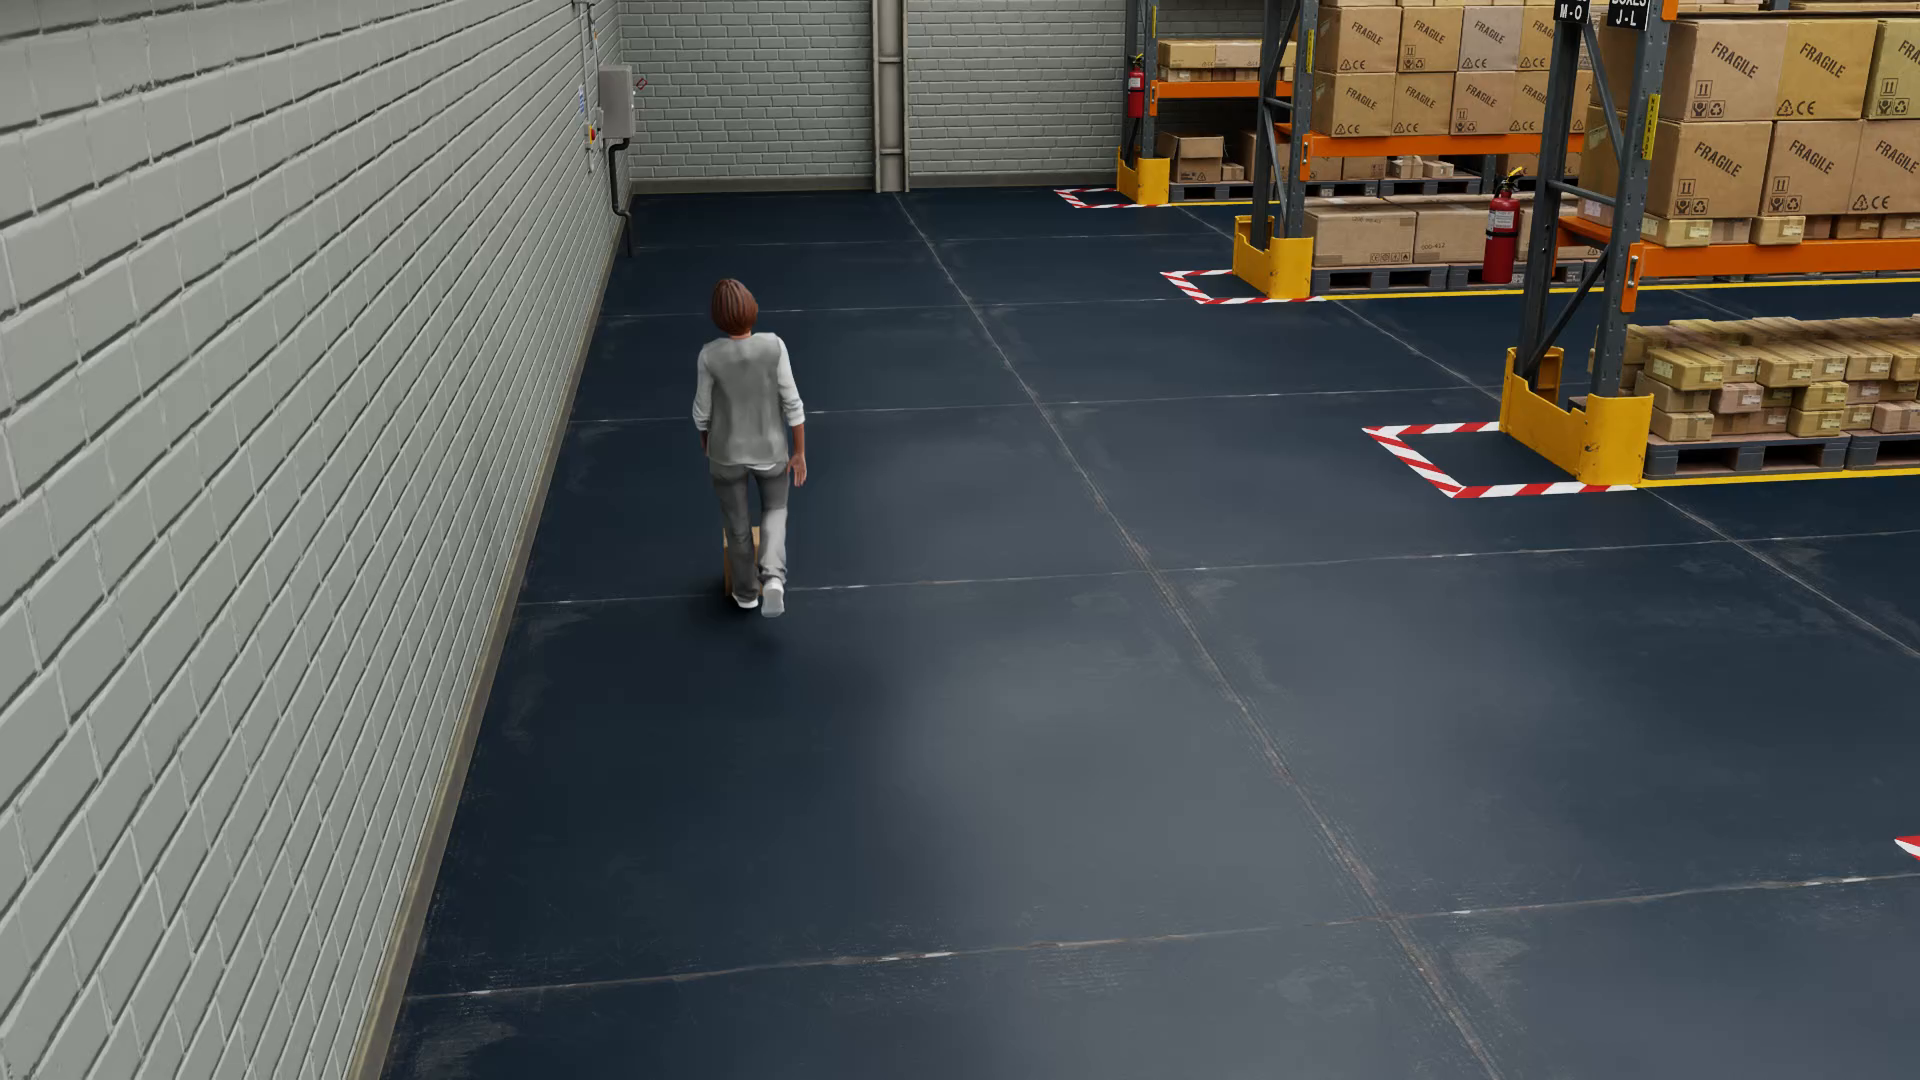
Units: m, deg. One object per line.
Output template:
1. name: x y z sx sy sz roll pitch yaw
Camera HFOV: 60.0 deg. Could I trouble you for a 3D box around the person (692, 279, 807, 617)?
1. person: -0.914 -0.387 7.158 0.458 1.557 0.682 -5 21 -12
